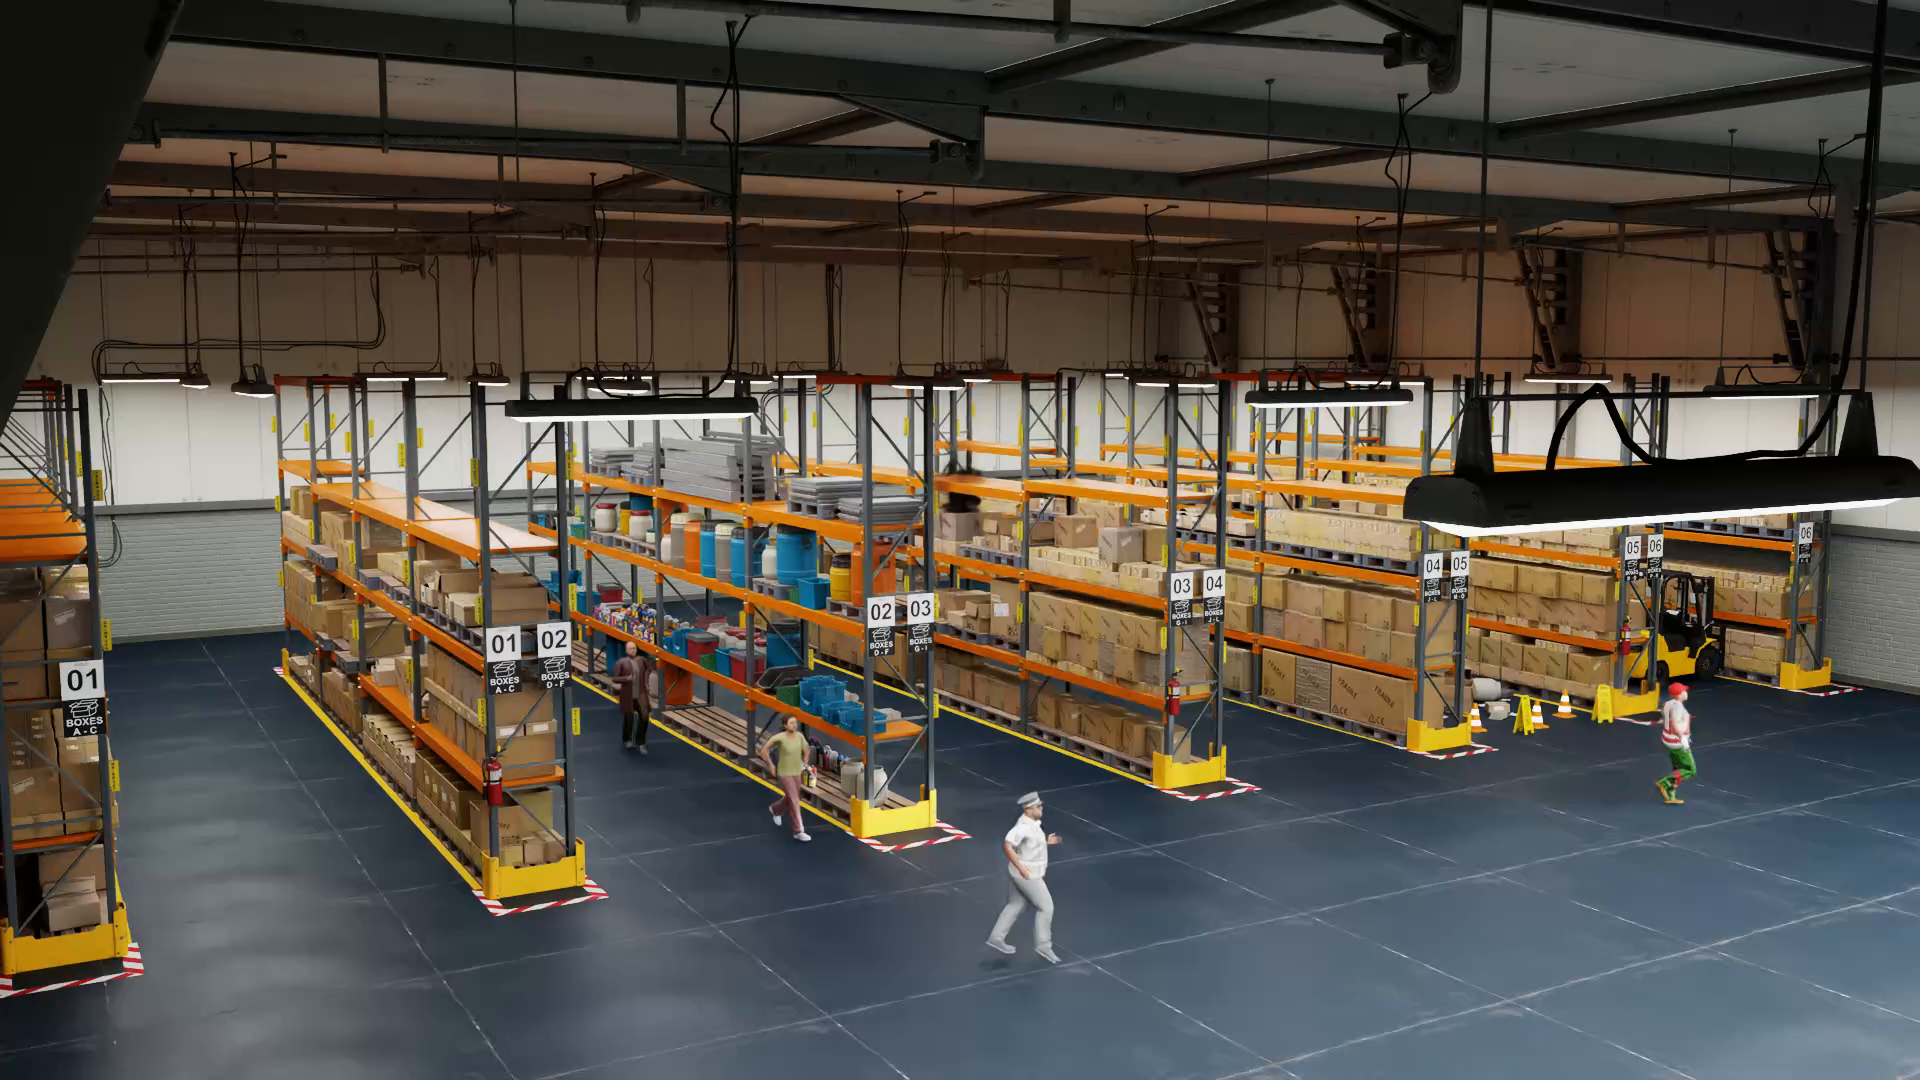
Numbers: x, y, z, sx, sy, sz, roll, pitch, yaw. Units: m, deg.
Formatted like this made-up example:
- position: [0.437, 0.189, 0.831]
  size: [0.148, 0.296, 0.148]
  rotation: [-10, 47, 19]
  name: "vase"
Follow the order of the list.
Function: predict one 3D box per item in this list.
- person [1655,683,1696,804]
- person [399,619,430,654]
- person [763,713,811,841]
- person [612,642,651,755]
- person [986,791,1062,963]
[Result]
- position: [10.146, 2.892, 23.581]
  size: [0.549, 1.750, 0.690]
  rotation: [1, 6, 6]
  name: "person"
- position: [-11.115, 1.776, 33.905]
  size: [0.634, 1.709, 0.688]
  rotation: [5, 8, 39]
  name: "person"
- position: [-2.278, 3.086, 21.952]
  size: [0.600, 1.646, 0.919]
  rotation: [-5, 8, -39]
  name: "person"
- position: [-5.236, 2.541, 26.669]
  size: [0.688, 1.834, 0.785]
  rotation: [-3, 7, -28]
  name: "person"
- position: [0.677, 3.550, 17.529]
  size: [0.811, 1.856, 0.629]
  rotation: [-1, 6, -6]
  name: "person"
